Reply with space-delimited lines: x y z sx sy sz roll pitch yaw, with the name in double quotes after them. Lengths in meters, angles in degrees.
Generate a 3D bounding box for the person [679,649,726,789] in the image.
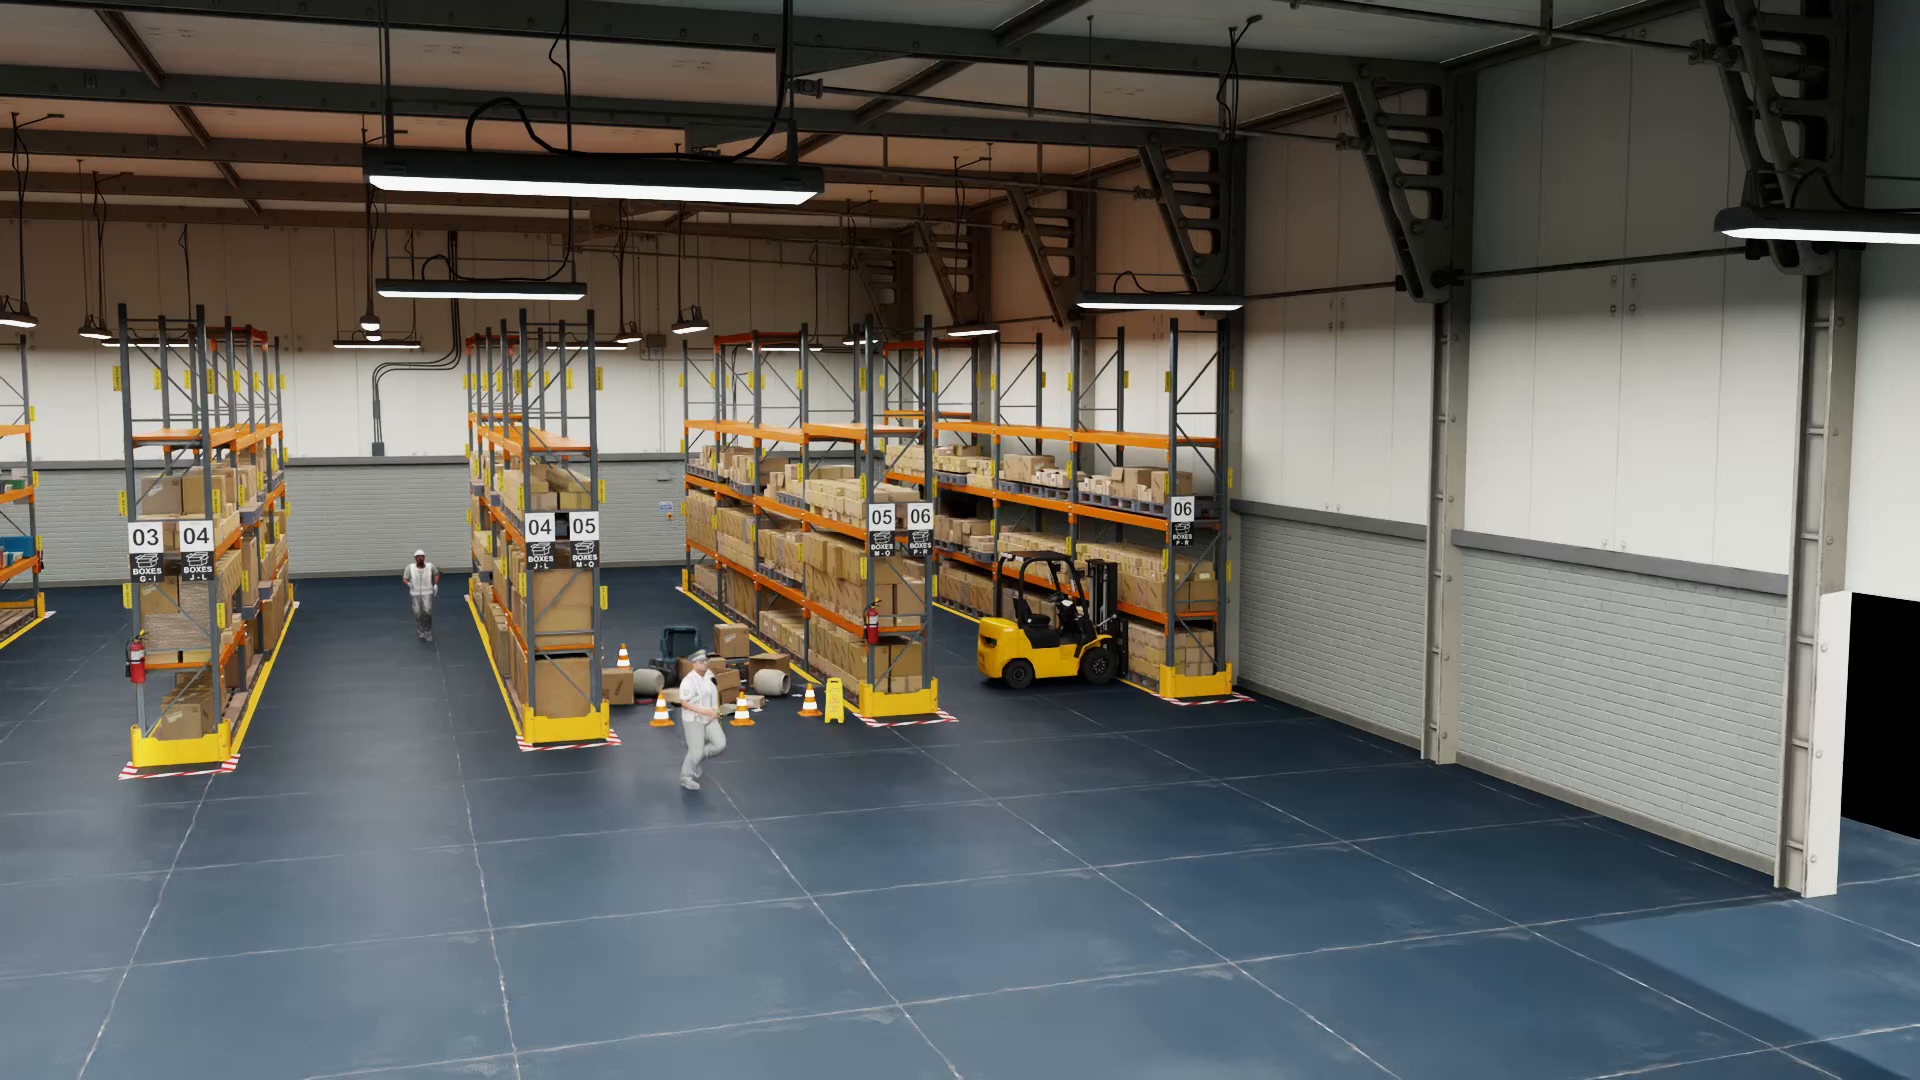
-3.155 2.198 20.479 0.692 1.743 0.693 4 7 36 "person"

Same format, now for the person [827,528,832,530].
-2.840 0.493 36.200 0.548 1.741 0.685 -2 6 -19 "person"

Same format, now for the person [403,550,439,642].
-10.405 1.085 32.098 0.664 1.802 0.724 -1 6 -13 "person"
